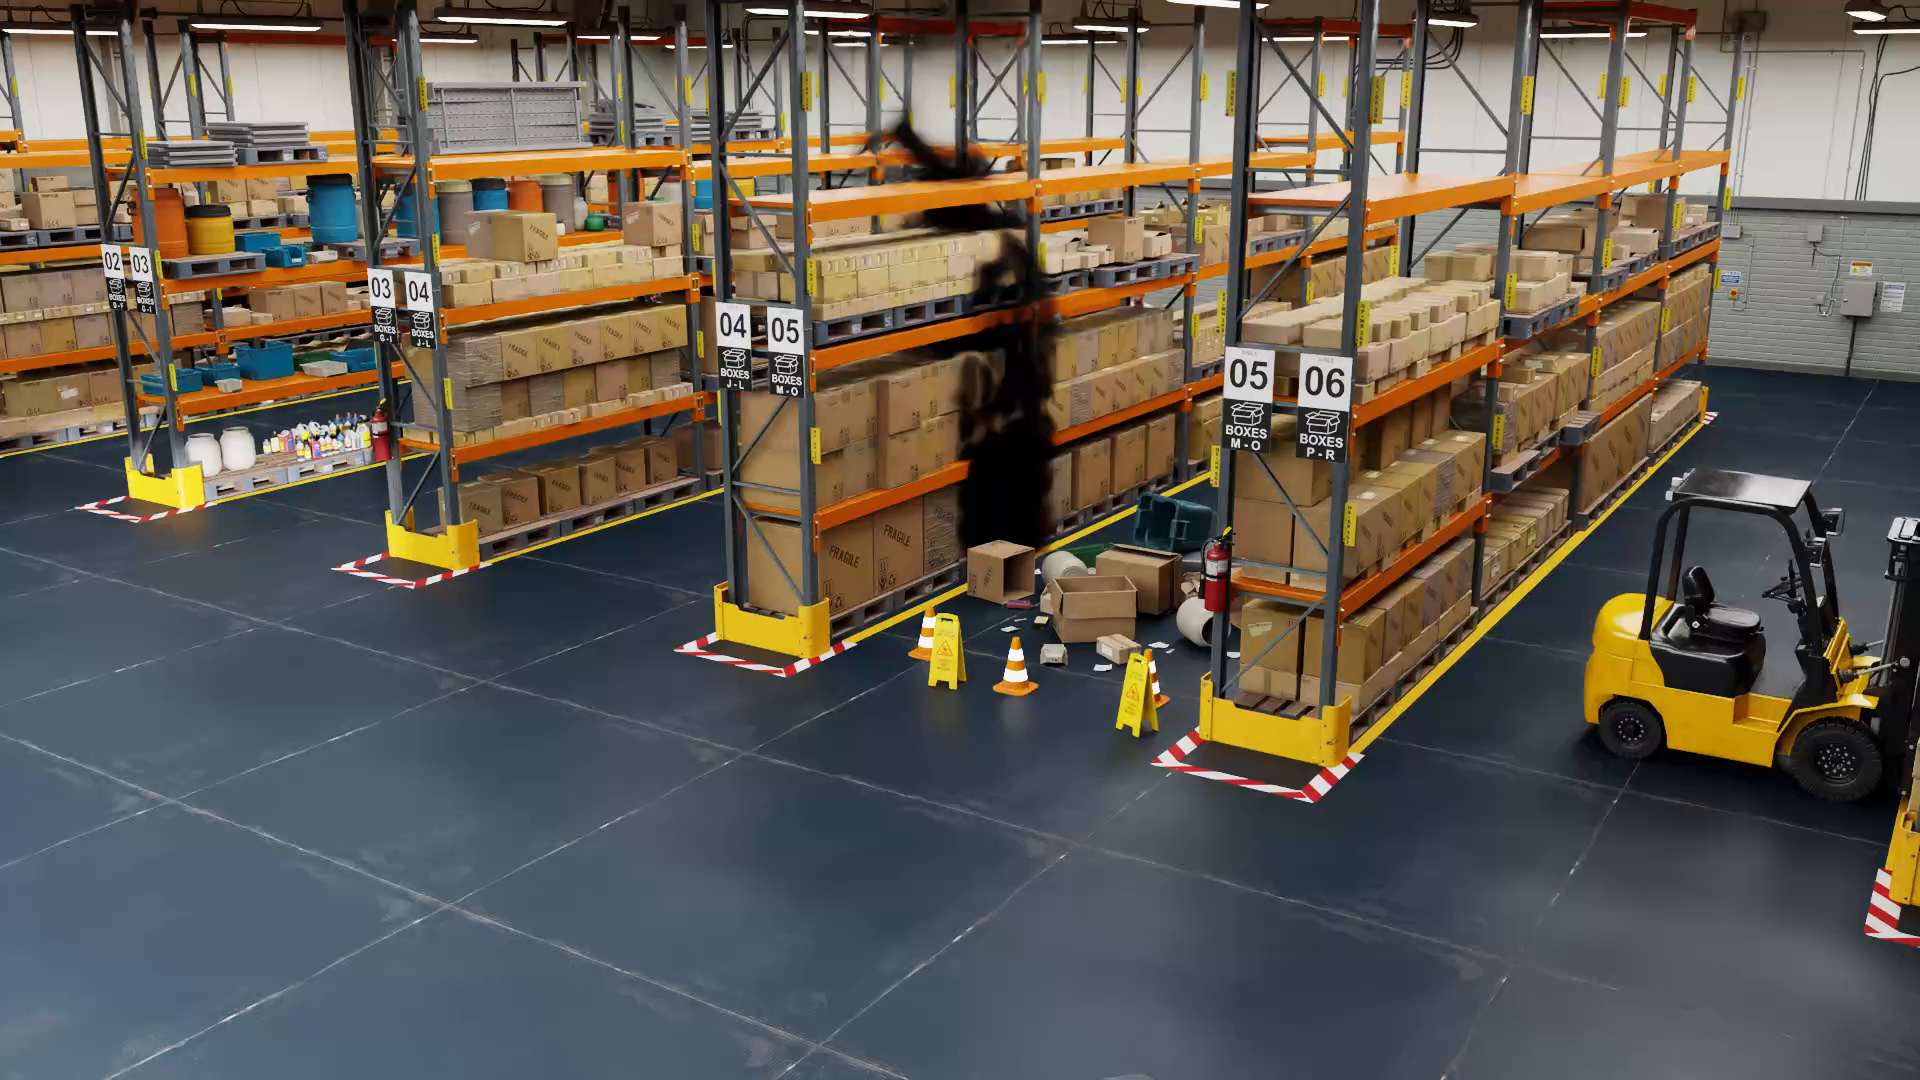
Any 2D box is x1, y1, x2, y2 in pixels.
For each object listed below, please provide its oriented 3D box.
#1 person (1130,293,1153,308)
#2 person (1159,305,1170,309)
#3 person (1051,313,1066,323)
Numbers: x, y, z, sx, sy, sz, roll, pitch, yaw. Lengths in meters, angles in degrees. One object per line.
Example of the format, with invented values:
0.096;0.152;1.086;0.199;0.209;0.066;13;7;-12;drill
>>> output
2.993;-3.446;28.355;0.661;1.734;0.627;7;17;25;person
3.162;-2.734;25.723;0.692;1.820;0.945;10;18;32;person
1.510;-2.720;25.896;0.623;1.657;0.736;7;17;25;person
